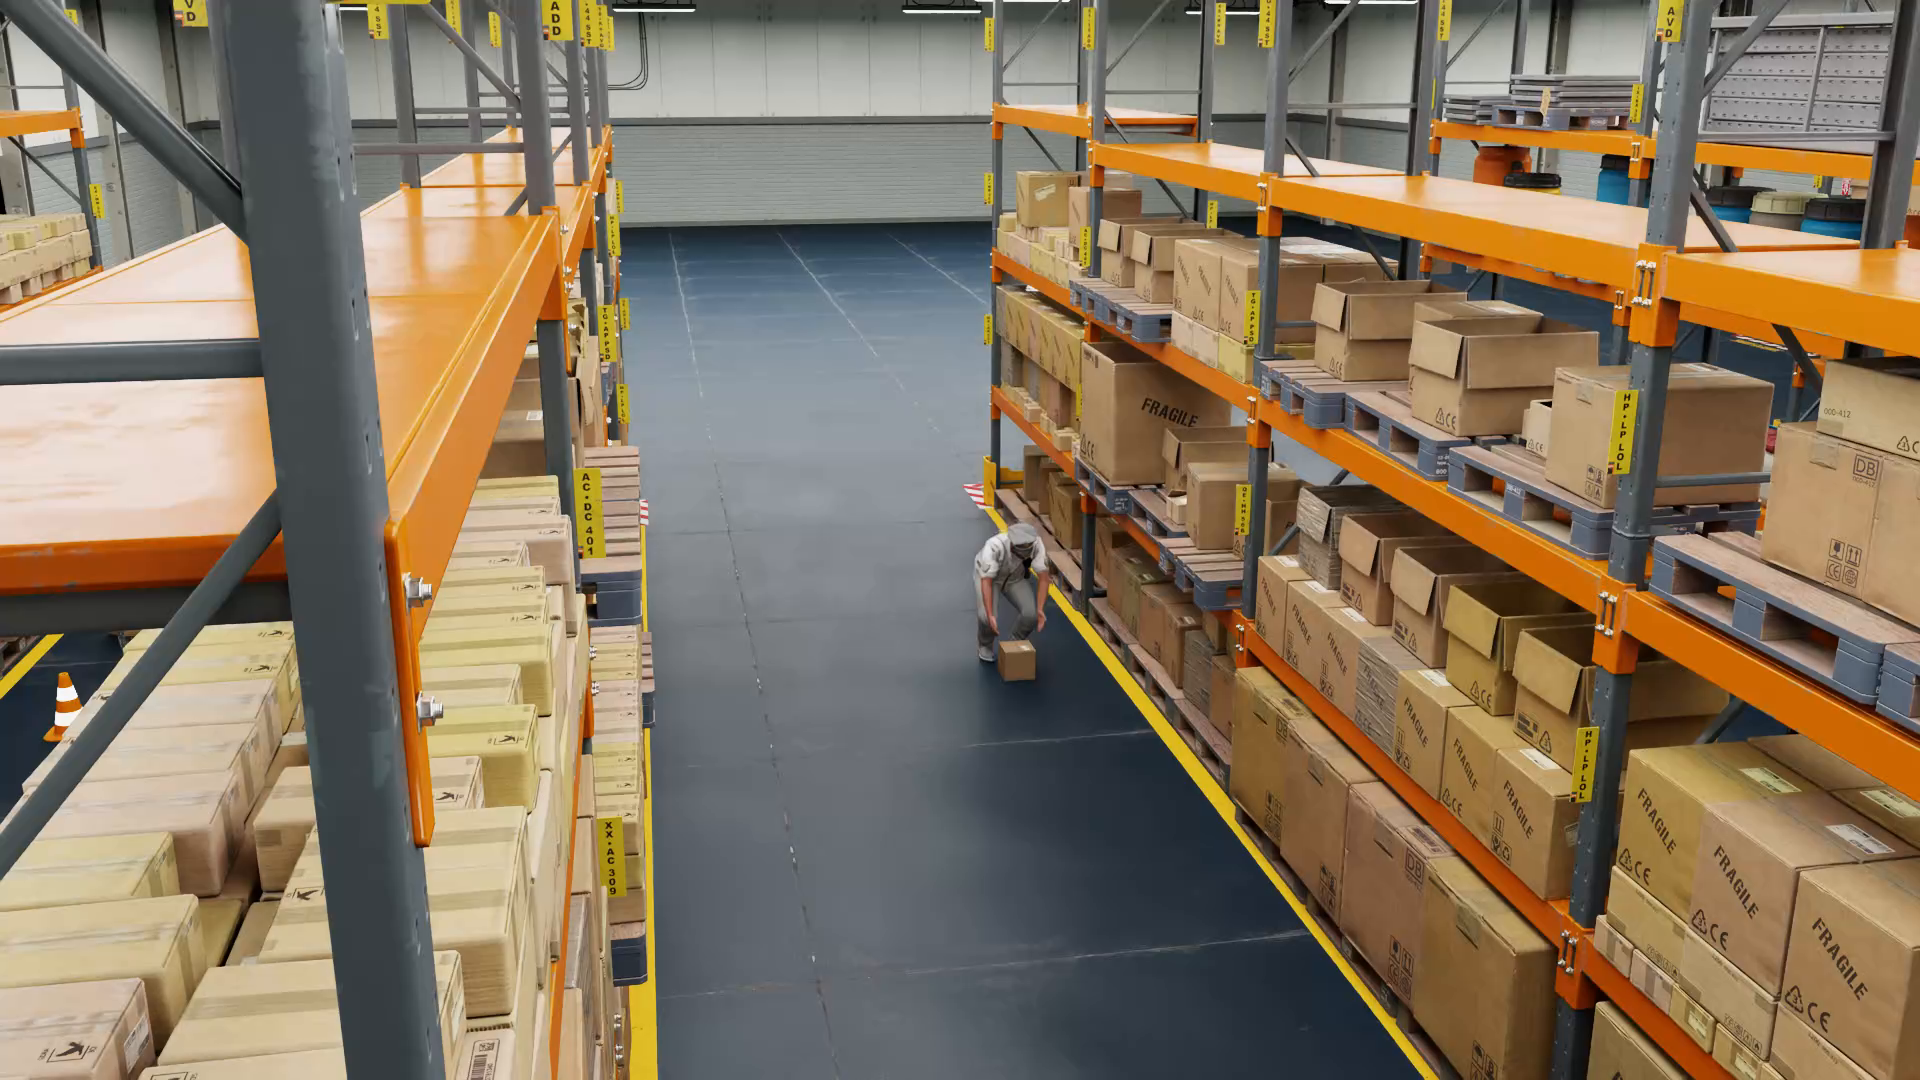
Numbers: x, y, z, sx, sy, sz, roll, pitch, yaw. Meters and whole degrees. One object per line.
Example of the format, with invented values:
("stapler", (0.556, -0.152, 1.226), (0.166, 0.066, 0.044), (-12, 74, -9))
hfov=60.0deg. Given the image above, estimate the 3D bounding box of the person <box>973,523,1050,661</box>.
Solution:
("person", (0.419, 0.393, 13.611), (0.580, 1.234, 0.890), (-3, 17, -10))
